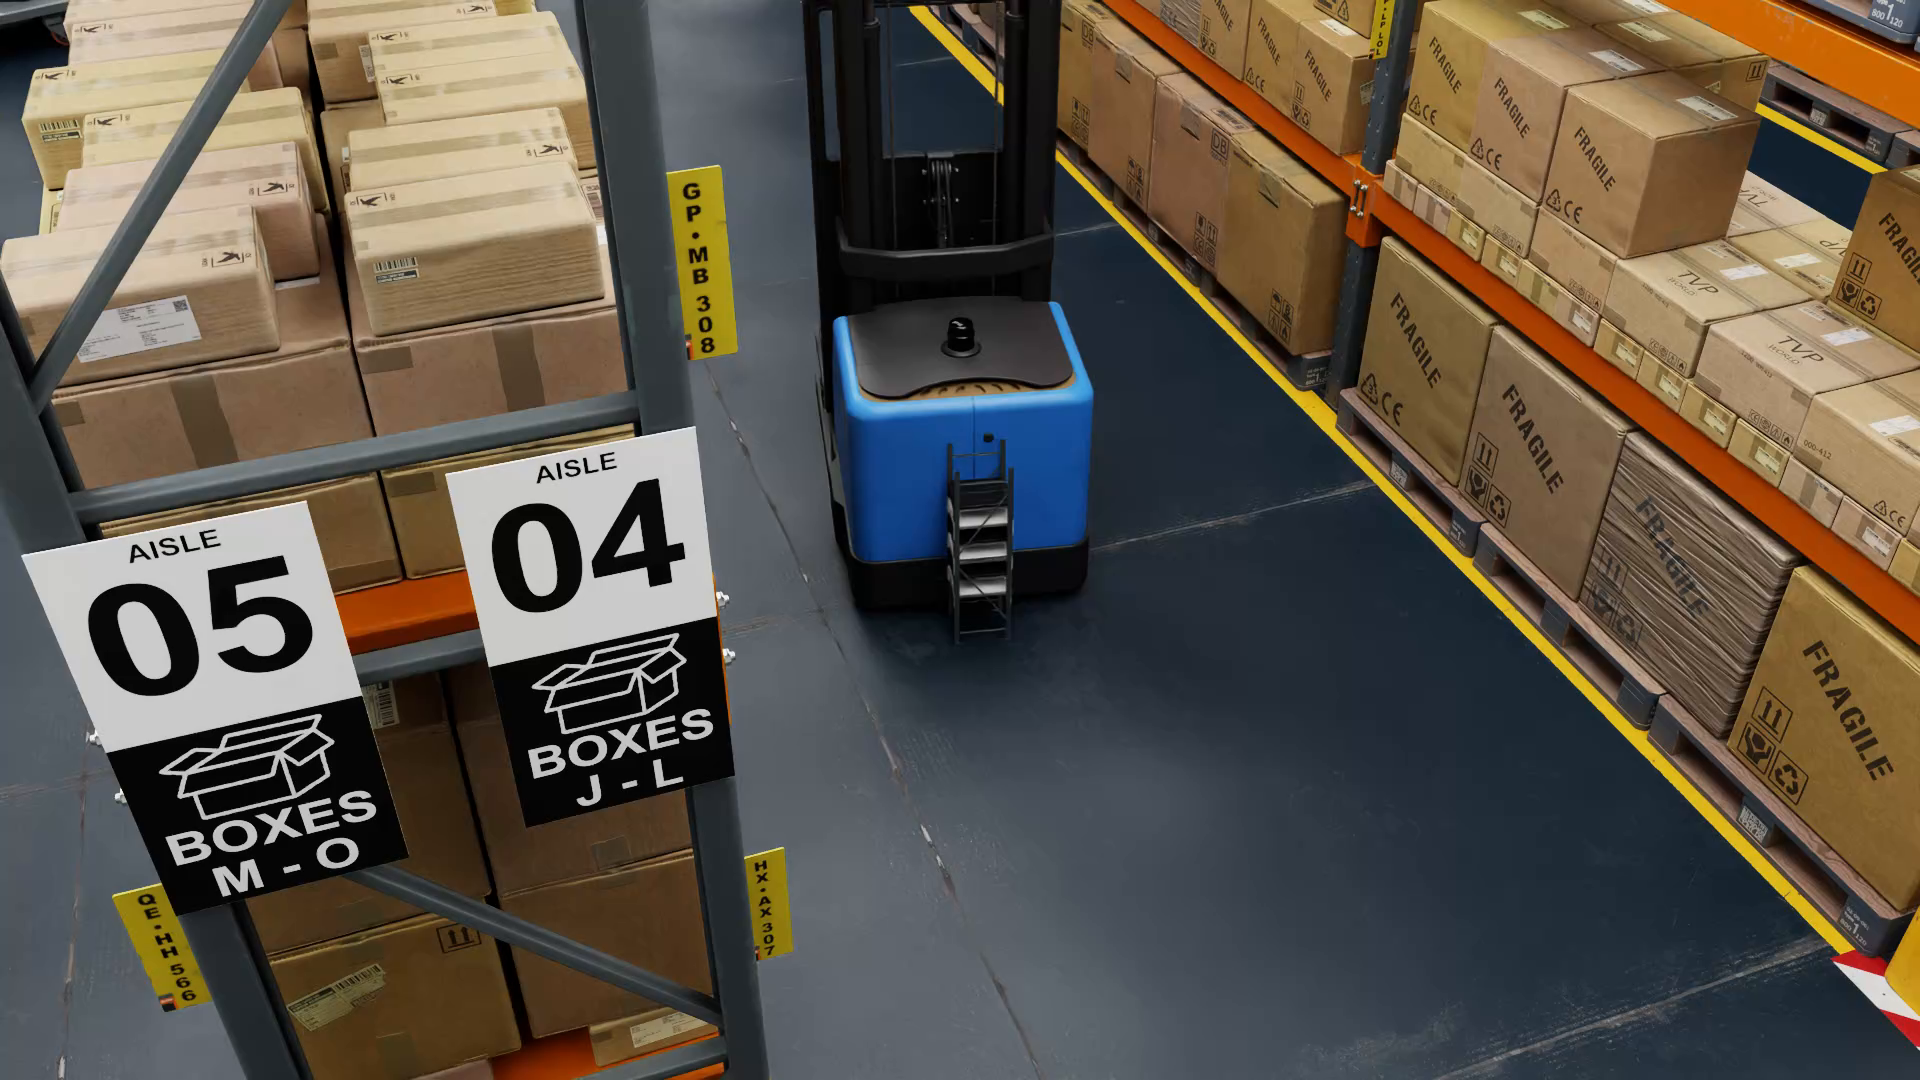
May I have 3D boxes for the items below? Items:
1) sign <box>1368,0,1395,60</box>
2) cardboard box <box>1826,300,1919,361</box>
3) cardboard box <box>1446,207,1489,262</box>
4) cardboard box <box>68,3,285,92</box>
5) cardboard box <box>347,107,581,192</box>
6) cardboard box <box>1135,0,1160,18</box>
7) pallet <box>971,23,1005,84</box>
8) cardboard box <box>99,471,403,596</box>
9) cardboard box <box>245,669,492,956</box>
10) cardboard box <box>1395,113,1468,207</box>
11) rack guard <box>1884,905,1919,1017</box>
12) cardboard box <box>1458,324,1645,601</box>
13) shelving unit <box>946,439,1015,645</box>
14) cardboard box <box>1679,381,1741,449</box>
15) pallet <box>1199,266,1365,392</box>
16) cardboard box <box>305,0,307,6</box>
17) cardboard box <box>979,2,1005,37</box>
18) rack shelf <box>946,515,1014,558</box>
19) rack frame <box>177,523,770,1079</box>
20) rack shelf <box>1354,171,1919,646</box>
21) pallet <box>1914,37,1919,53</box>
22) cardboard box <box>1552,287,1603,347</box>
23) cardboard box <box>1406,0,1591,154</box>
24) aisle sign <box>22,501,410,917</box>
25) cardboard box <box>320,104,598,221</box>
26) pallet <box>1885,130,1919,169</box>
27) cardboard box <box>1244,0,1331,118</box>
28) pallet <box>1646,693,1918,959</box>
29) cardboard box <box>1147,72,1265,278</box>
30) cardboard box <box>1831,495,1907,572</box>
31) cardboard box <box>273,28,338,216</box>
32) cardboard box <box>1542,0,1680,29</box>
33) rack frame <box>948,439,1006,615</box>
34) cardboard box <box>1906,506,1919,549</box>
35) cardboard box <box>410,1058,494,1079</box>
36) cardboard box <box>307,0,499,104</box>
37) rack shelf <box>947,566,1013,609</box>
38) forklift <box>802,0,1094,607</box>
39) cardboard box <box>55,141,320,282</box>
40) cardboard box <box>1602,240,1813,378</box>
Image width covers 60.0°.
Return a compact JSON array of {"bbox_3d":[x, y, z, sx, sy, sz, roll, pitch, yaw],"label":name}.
[{"bbox_3d":[1.890,-2.311,7.428,0.100,0.325,0.005,-12,39,-16],"label":"sign"},{"bbox_3d":[3.506,-0.701,6.065,0.500,0.250,0.500,-14,39,-17],"label":"cardboard box"},{"bbox_3d":[2.367,-1.364,7.277,0.380,0.149,0.250,-11,38,-14],"label":"cardboard box"},{"bbox_3d":[-1.614,-0.979,3.441,0.380,0.149,0.250,-13,39,-17],"label":"cardboard box"},{"bbox_3d":[-0.888,-0.643,2.995,0.380,0.149,0.250,-11,38,-14],"label":"cardboard box"},{"bbox_3d":[1.291,-3.387,9.670,0.500,0.500,0.500,-13,39,-17],"label":"cardboard box"},{"bbox_3d":[0.752,-3.585,12.334,1.003,0.211,1.213,-12,39,-16],"label":"pallet"},{"bbox_3d":[-1.324,-0.108,3.032,0.500,0.250,0.500,-13,39,-17],"label":"cardboard box"},{"bbox_3d":[-1.310,0.467,3.476,0.500,0.500,0.500,-13,39,-17],"label":"cardboard box"},{"bbox_3d":[2.312,-1.737,7.440,0.500,0.250,0.500,-13,39,-17],"label":"cardboard box"},{"bbox_3d":[3.781,1.274,5.643,1.175,0.500,0.348,-12,39,-16],"label":"rack guard"},{"bbox_3d":[2.858,-0.419,7.230,0.875,0.875,0.875,-12,39,-16],"label":"cardboard box"},{"bbox_3d":[0.083,0.019,6.976,0.258,0.900,0.210,-5,37,-6],"label":"shelving unit"},{"bbox_3d":[2.898,-0.494,6.121,0.380,0.149,0.250,-12,39,-16],"label":"cardboard box"},{"bbox_3d":[2.060,-1.304,9.306,1.003,0.211,1.213,-12,39,-16],"label":"pallet"},{"bbox_3d":[-1.546,-1.568,4.554,0.500,0.250,0.500,-11,38,-14],"label":"cardboard box"},{"bbox_3d":[0.568,-4.119,12.438,0.700,0.500,0.500,-16,40,-20],"label":"cardboard box"},{"bbox_3d":[0.083,-0.026,6.942,0.258,0.077,0.200,-5,37,-6],"label":"rack shelf"},{"bbox_3d":[-0.919,1.232,3.621,1.000,3.000,0.127,-12,39,-16],"label":"rack frame"},{"bbox_3d":[3.085,-0.580,6.625,1.077,0.370,4.000,-12,39,-16],"label":"rack shelf"},{"bbox_3d":[3.508,-1.318,4.587,1.003,0.211,1.213,-12,39,-16],"label":"pallet"},{"bbox_3d":[2.632,-0.929,6.699,0.380,0.149,0.250,-12,39,-15],"label":"cardboard box"},{"bbox_3d":[2.321,-2.032,7.209,0.500,0.500,0.500,-12,39,-16],"label":"cardboard box"},{"bbox_3d":[-1.176,0.297,2.702,0.394,0.787,0.004,-12,39,-16],"label":"aisle sign"},{"bbox_3d":[-1.007,-0.702,3.405,0.500,0.250,0.500,-13,39,-17],"label":"cardboard box"},{"bbox_3d":[6.820,-2.354,10.699,1.003,0.211,1.213,-12,39,-16],"label":"pallet"},{"bbox_3d":[1.815,-2.526,8.527,0.500,0.500,0.500,-11,38,-15],"label":"cardboard box"},{"bbox_3d":[3.424,0.940,6.326,1.003,0.211,1.213,-12,39,-16],"label":"pallet"},{"bbox_3d":[1.849,-2.179,9.566,1.225,0.875,0.875,-14,39,-18],"label":"cardboard box"},{"bbox_3d":[3.164,-0.060,5.545,0.380,0.149,0.250,-12,39,-16],"label":"cardboard box"},{"bbox_3d":[-1.667,-0.892,3.657,0.500,0.250,0.500,-12,39,-15],"label":"cardboard box"},{"bbox_3d":[2.806,-2.152,7.368,0.500,0.500,0.500,-11,38,-15],"label":"cardboard box"},{"bbox_3d":[0.068,-0.041,7.057,0.240,0.900,0.006,-5,37,-6],"label":"rack frame"},{"bbox_3d":[3.357,-0.016,5.155,0.500,0.250,0.500,-13,39,-17],"label":"cardboard box"},{"bbox_3d":[-1.297,1.207,3.864,0.380,0.149,0.250,-12,39,-16],"label":"cardboard box"},{"bbox_3d":[-1.183,-1.073,3.566,0.380,0.149,0.250,-11,38,-15],"label":"cardboard box"},{"bbox_3d":[0.083,0.190,7.105,0.258,0.077,0.200,-5,37,-6],"label":"rack shelf"},{"bbox_3d":[-0.152,-1.758,7.648,1.130,2.935,3.031,-5,37,-6],"label":"forklift"},{"bbox_3d":[-1.322,-0.547,2.868,0.380,0.149,0.250,-12,39,-15],"label":"cardboard box"},{"bbox_3d":[2.824,-0.883,6.307,0.500,0.250,0.500,-12,39,-16],"label":"cardboard box"}]
